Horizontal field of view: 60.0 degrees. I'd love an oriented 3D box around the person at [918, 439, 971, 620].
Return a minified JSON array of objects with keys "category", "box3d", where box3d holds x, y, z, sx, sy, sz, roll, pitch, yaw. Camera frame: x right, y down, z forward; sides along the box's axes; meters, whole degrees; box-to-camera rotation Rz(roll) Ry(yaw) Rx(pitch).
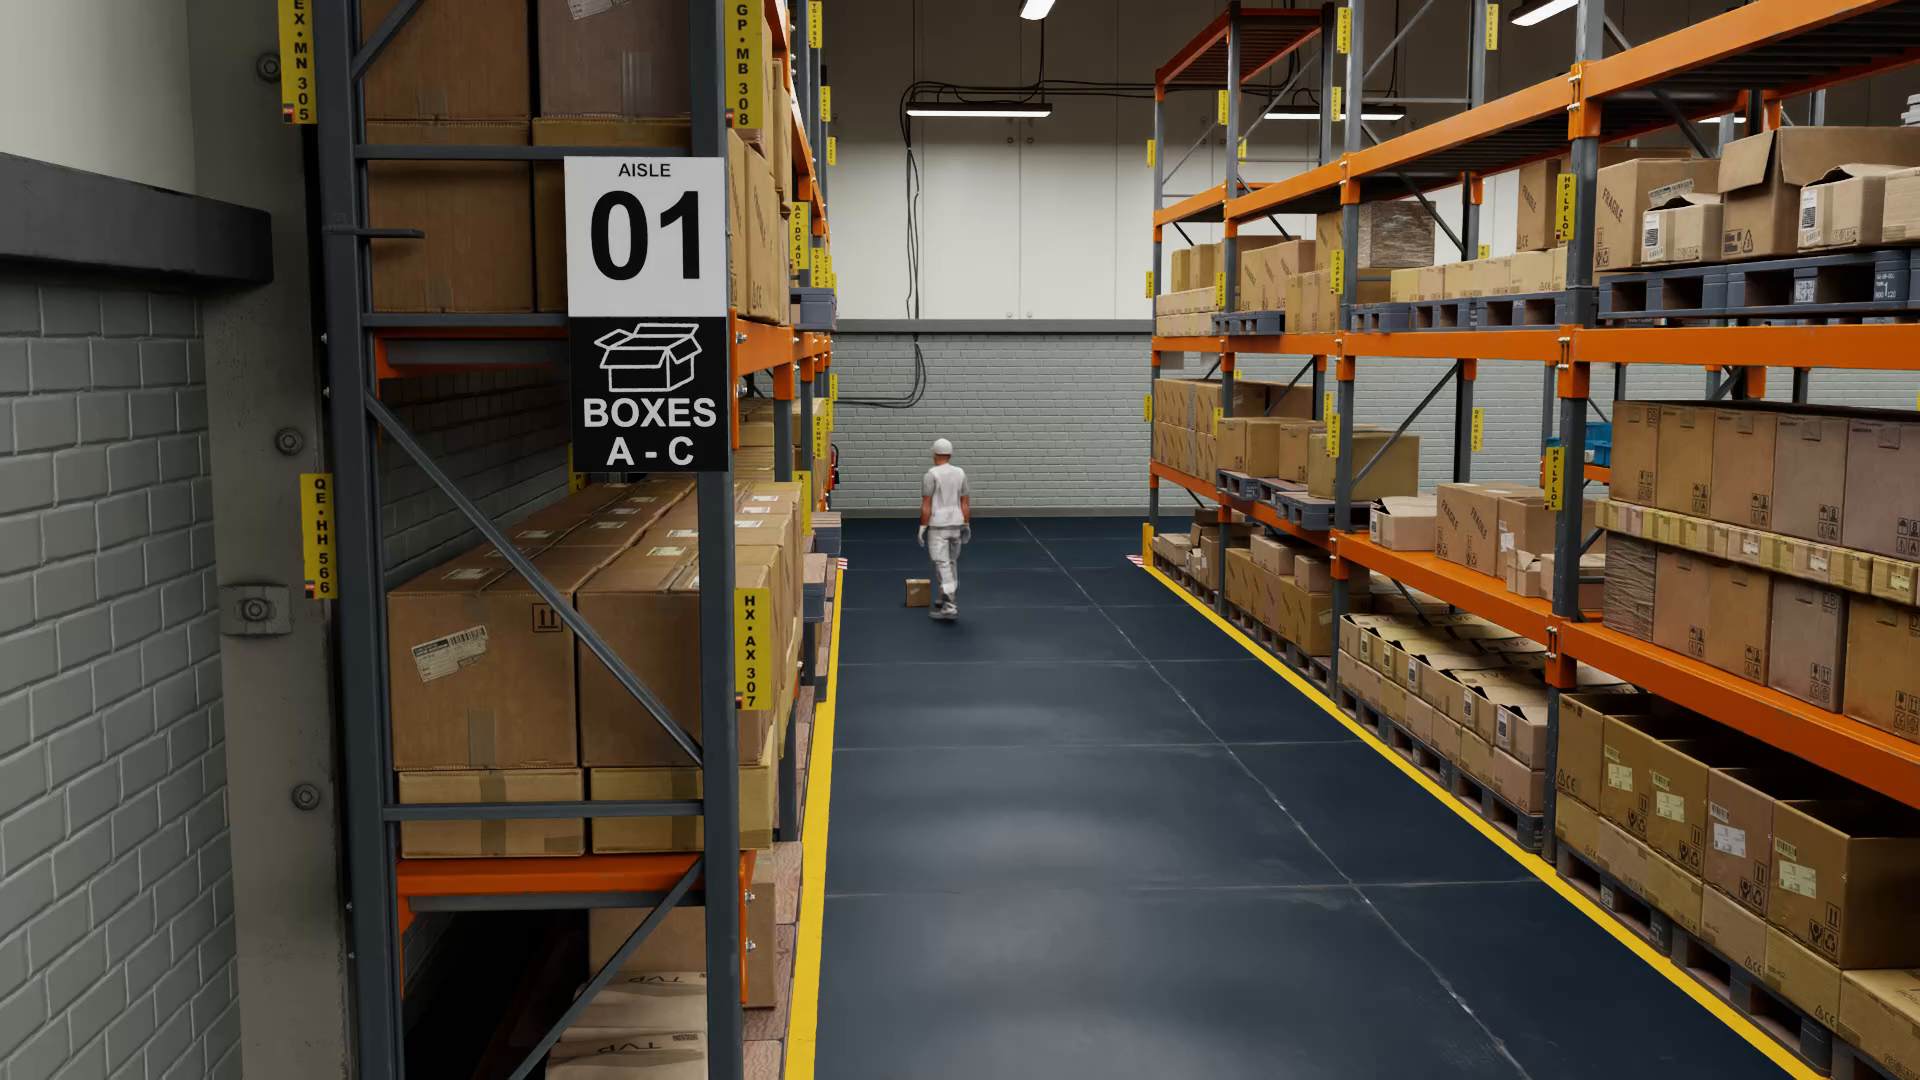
[{"category":"person","box3d":[-0.211,-0.127,16.584,0.613,1.772,0.705,-6,9,-40]}]
